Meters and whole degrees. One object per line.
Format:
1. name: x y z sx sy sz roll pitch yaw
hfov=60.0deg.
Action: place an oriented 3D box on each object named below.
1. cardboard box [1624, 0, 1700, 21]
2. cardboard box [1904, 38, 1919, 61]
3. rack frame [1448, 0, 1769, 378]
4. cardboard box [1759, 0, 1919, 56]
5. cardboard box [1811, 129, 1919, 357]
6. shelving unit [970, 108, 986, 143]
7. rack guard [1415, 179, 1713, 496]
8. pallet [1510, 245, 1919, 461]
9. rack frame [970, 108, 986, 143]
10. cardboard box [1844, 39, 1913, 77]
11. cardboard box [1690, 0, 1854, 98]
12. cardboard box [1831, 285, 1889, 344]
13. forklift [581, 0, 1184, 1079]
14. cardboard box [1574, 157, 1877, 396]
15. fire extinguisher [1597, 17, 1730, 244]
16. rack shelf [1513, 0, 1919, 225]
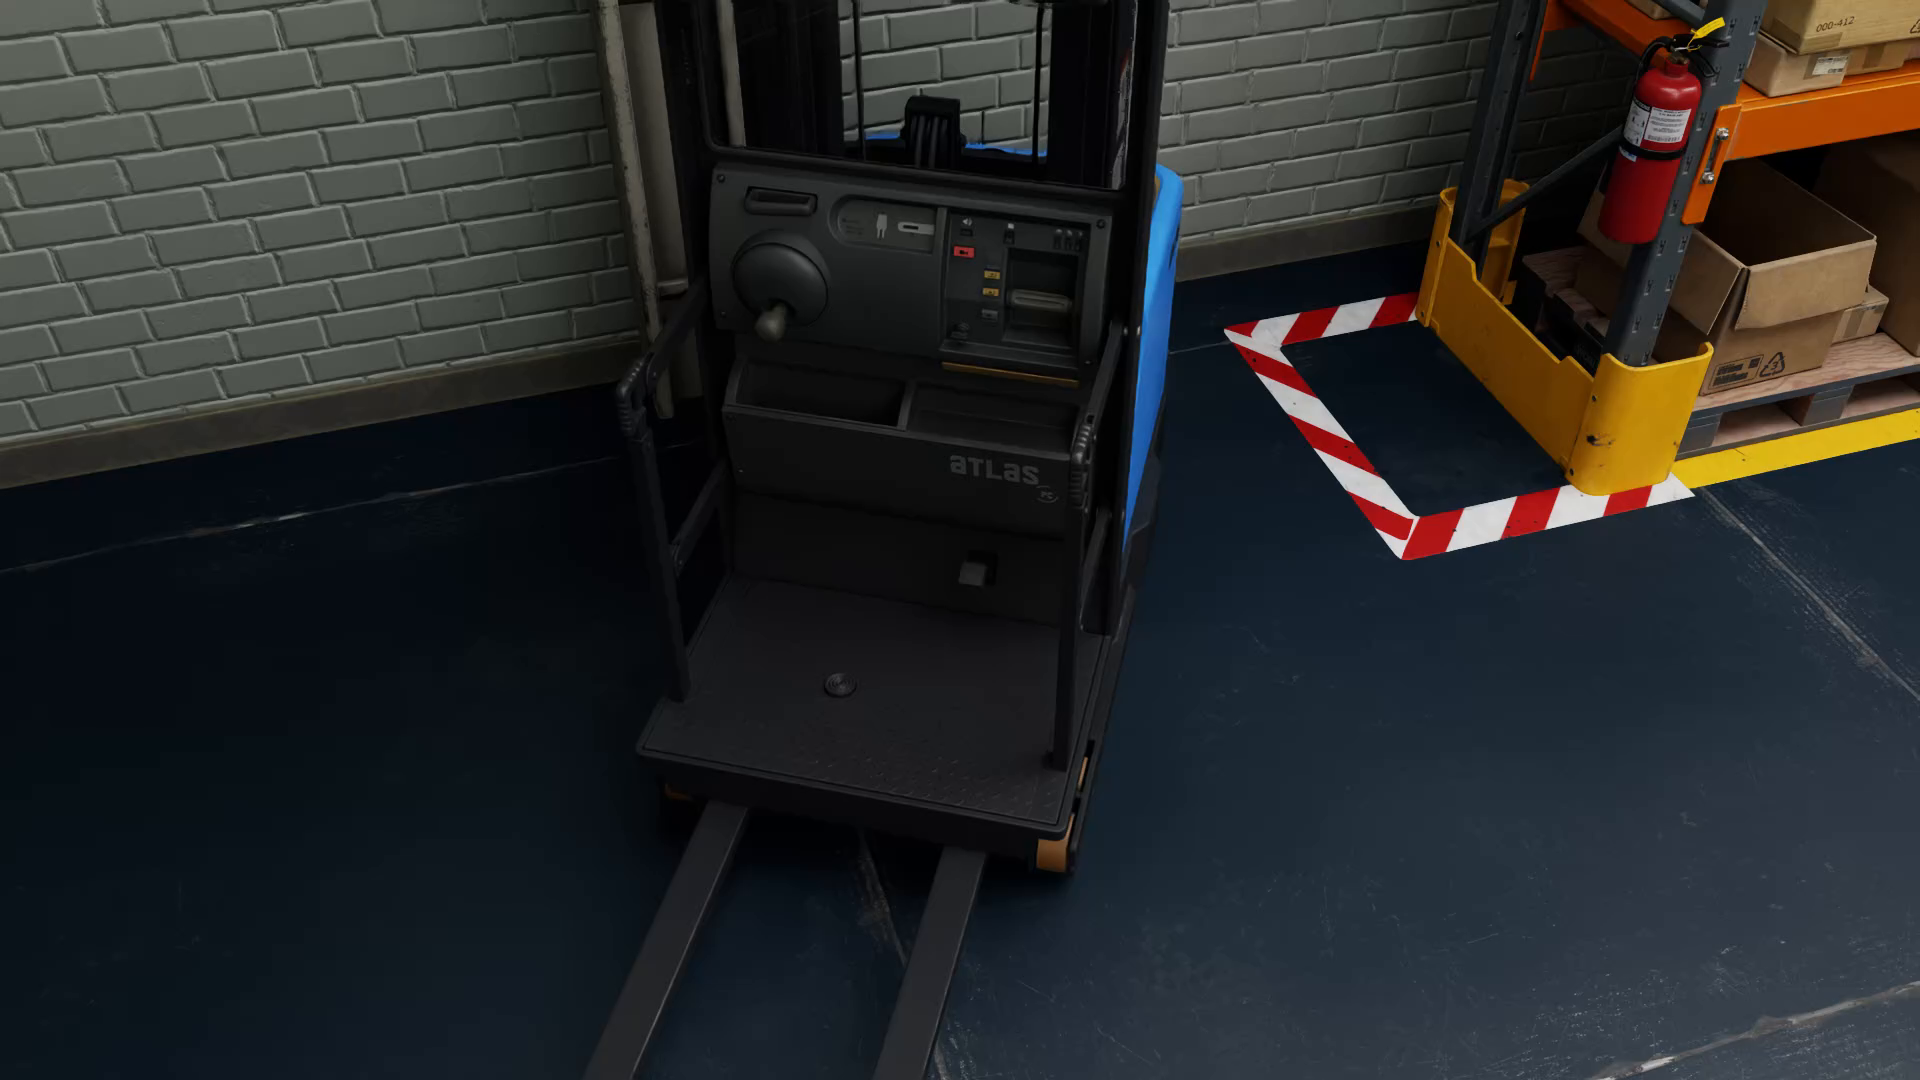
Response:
1. cardboard box: 2.185 -1.786 5.206 0.250 0.149 0.380 -12 43 -14
2. cardboard box: 2.814 -1.598 4.991 0.250 0.149 0.380 -12 43 -14
3. rack frame: 1.949 -1.647 4.855 0.127 3.000 1.000 -12 42 -13
4. cardboard box: 2.463 -1.623 4.716 0.500 0.250 0.500 -11 42 -13
5. cardboard box: 3.388 -1.070 5.775 0.500 0.500 0.700 -10 42 -11
6. shelving unit: 0.174 -0.875 5.453 0.252 1.050 0.215 8 42 9
7. rack guard: 2.022 -0.721 5.695 0.348 0.500 1.175 -12 42 -13
8. pallet: 2.782 -0.770 5.971 1.213 0.211 1.003 -12 42 -13
9. rack frame: 0.055 -0.892 5.473 0.008 1.050 0.200 8 42 9
10. cardboard box: 2.574 -1.525 4.906 0.250 0.149 0.380 -11 42 -12
11. cardboard box: 2.345 -1.445 4.815 0.250 0.149 0.380 -12 43 -13
12. cardboard box: 2.978 -0.853 5.794 0.250 0.149 0.380 -13 43 -15
13. forklift: -0.172 -0.531 3.630 1.130 2.935 3.031 9 42 10
14. cardboard box: 2.561 -0.927 5.609 0.637 0.503 0.797 -13 43 -15
15. fire extinguisher: 1.948 -1.158 4.638 0.183 0.674 0.296 -12 42 -13
16. rack shelf: 3.857 -1.771 5.545 4.000 0.370 1.077 -12 42 -13
